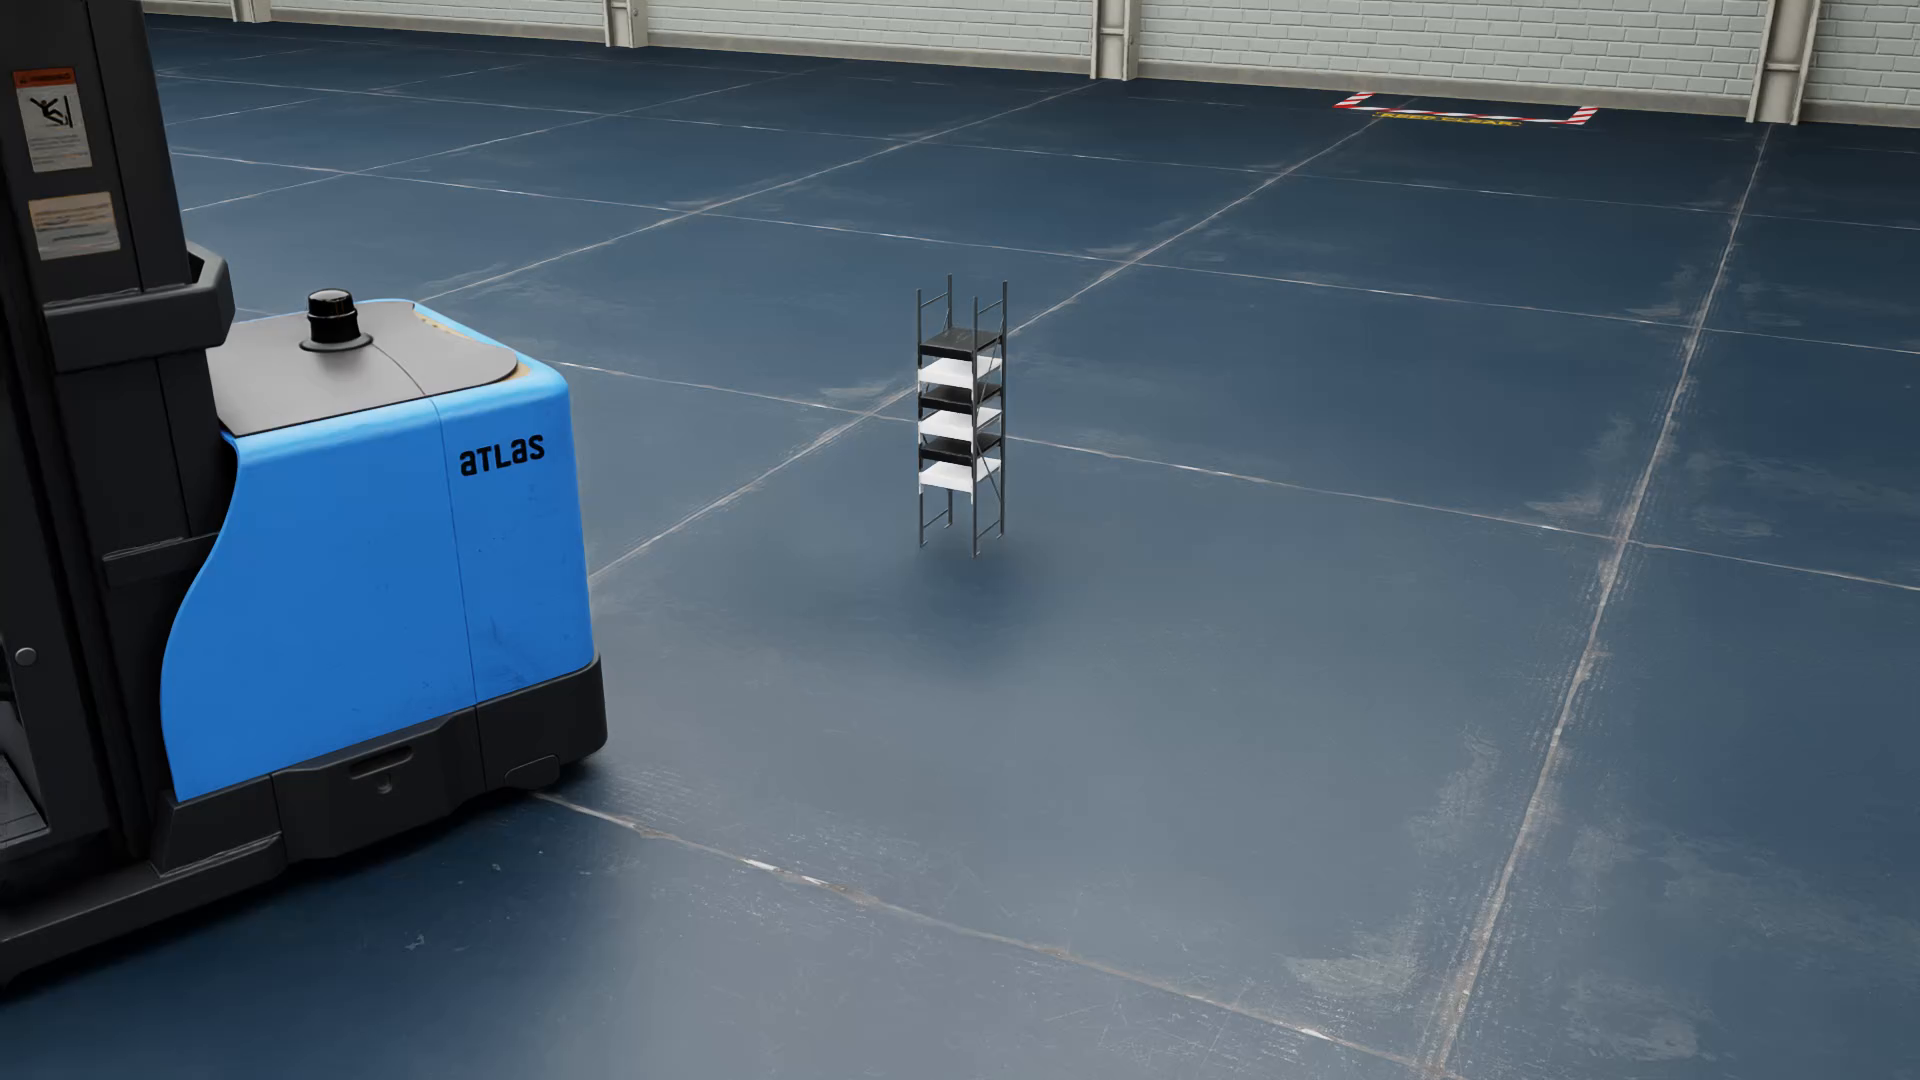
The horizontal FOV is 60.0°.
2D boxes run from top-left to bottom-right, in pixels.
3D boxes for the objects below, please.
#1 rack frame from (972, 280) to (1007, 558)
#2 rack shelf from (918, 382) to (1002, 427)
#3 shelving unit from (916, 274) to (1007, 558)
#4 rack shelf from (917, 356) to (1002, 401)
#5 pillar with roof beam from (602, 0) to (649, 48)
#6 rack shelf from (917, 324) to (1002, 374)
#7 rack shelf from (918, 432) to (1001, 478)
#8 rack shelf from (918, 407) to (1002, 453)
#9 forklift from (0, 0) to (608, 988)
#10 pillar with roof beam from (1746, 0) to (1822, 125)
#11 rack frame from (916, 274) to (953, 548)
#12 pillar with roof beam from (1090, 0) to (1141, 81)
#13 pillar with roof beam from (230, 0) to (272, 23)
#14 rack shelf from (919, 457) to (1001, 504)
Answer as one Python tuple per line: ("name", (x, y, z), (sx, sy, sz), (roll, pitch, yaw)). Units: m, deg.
("rack frame", (0.098, -0.395, 5.528), (0.006, 0.900, 0.240), (11, 25, 25))
("rack shelf", (0.007, -0.465, 5.548), (0.200, 0.077, 0.258), (11, 25, 25))
("shelving unit", (0.007, -0.413, 5.571), (0.210, 0.900, 0.258), (11, 25, 25))
("rack shelf", (0.007, -0.548, 5.513), (0.200, 0.077, 0.258), (11, 25, 25))
("pillar with roof beam", (-5.757, -8.312, 13.797), (0.400, 9.000, 9.100), (11, 25, 25))
("rack shelf", (0.007, -0.630, 5.478), (0.200, 0.077, 0.258), (11, 25, 25))
("rack shelf", (0.007, -0.299, 5.619), (0.200, 0.077, 0.258), (11, 25, 25))
("rack shelf", (0.007, -0.382, 5.584), (0.200, 0.077, 0.258), (11, 25, 25))
("forklift", (-2.373, -0.530, 3.251), (3.031, 2.935, 1.130), (-18, 29, -36))
("pillar with roof beam", (4.952, -6.193, 8.814), (0.400, 9.000, 9.100), (11, 25, 25))
("rack frame", (-0.083, -0.431, 5.613), (0.006, 0.900, 0.240), (11, 25, 25))
("pillar with roof beam", (-0.403, -7.253, 11.306), (0.400, 9.000, 9.100), (11, 25, 25))
("pillar with roof beam", (-11.112, -9.372, 16.288), (0.400, 9.000, 9.100), (11, 25, 25))
("rack shelf", (0.007, -0.216, 5.654), (0.200, 0.077, 0.258), (11, 25, 25))
